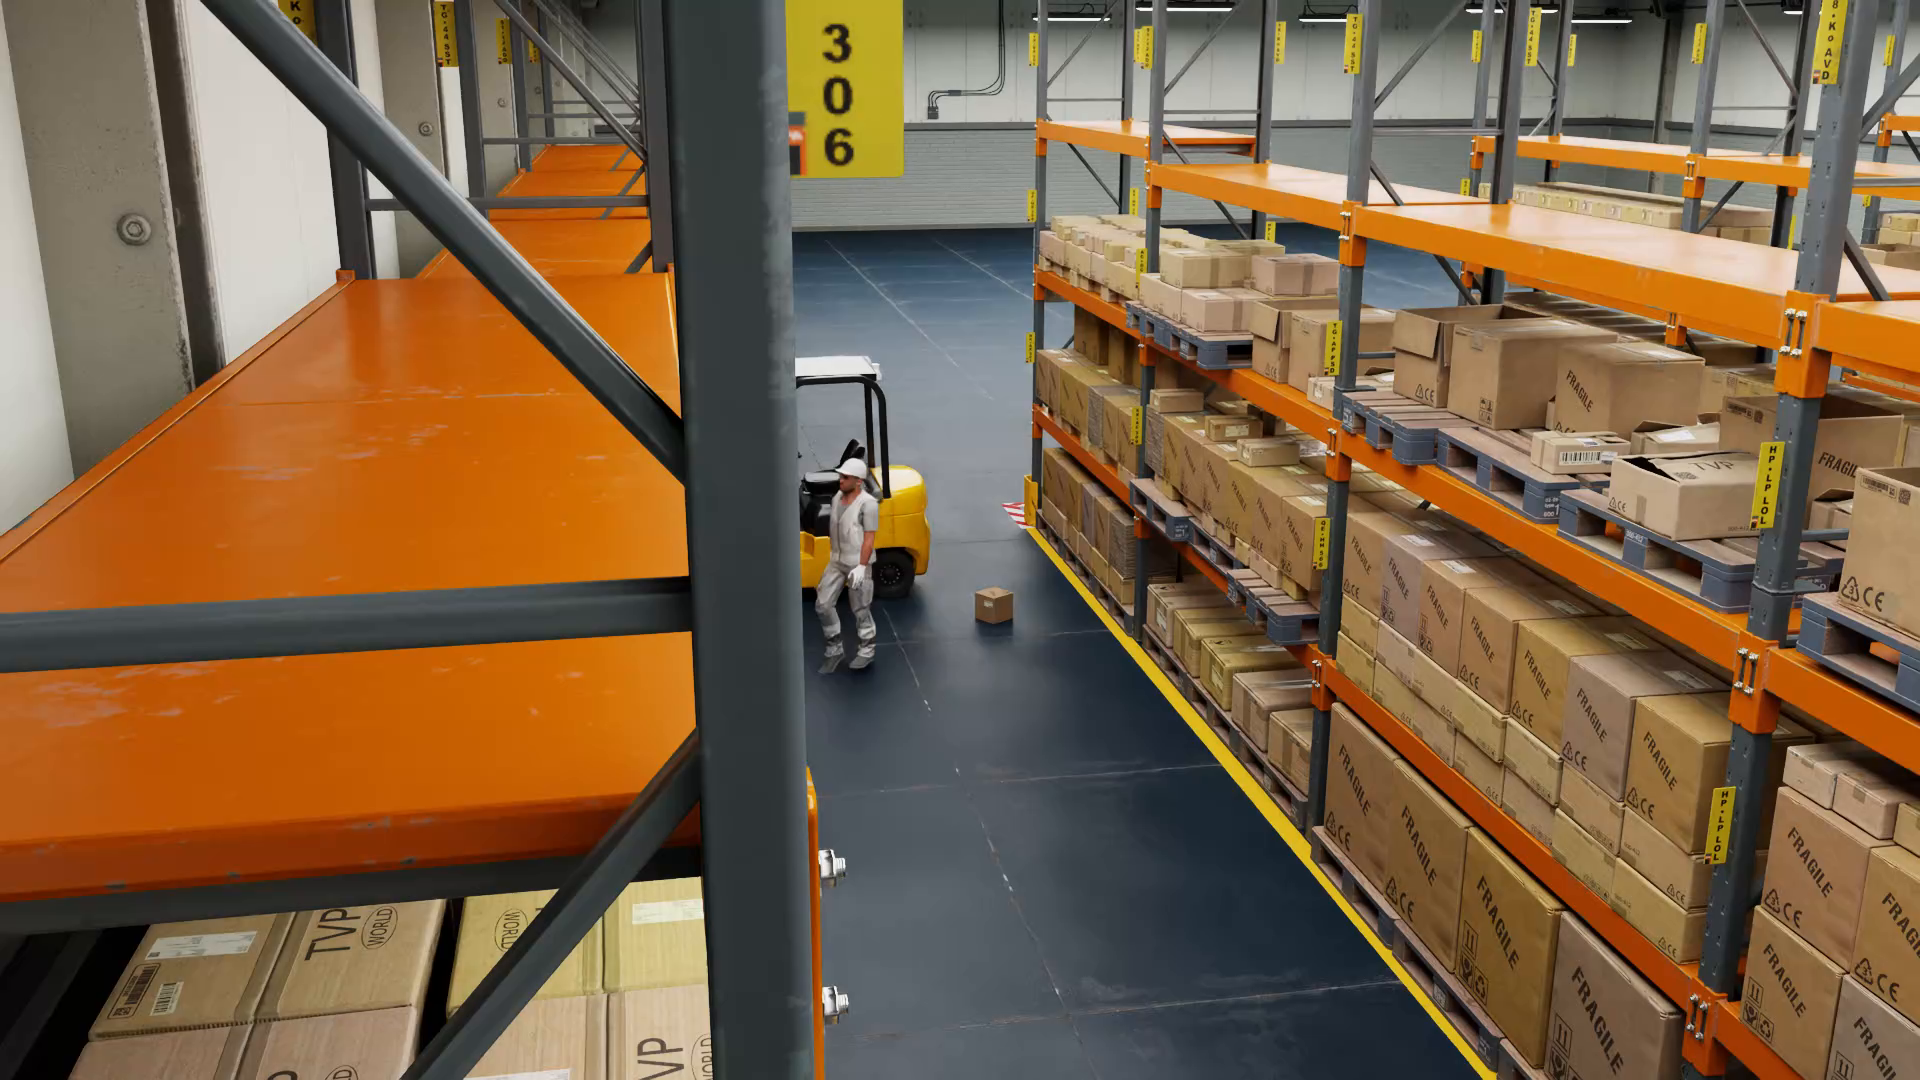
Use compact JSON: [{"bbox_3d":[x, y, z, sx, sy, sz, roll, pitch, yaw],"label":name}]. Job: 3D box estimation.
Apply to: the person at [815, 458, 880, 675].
[{"bbox_3d":[-0.911,0.238,13.673,0.542,1.842,0.469,13,21,38],"label":"person"}]
